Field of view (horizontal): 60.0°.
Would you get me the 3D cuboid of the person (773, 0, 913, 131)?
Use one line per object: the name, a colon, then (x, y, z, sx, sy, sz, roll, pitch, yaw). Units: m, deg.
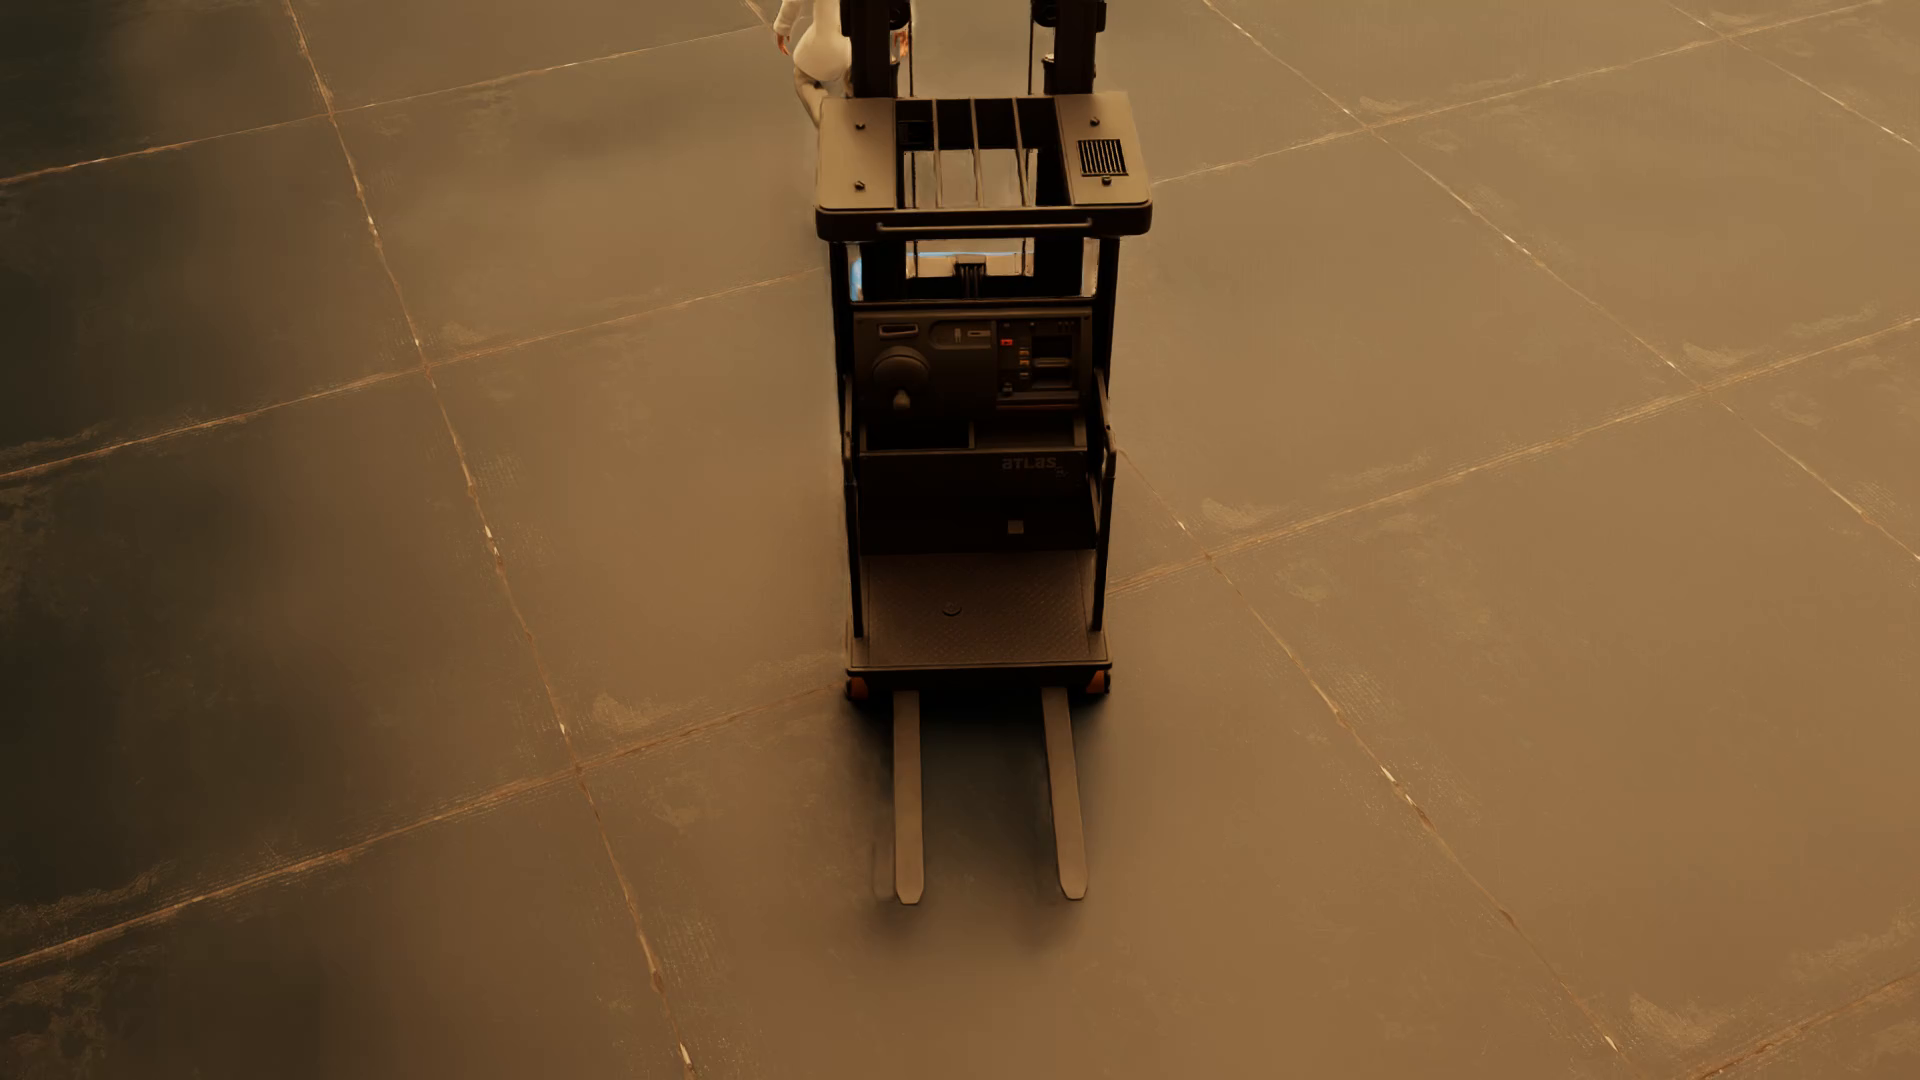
person: (-0.677, -2.950, 9.704, 0.782, 1.758, 0.525, -22, 48, -22)

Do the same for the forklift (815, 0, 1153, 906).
forklift: (0.062, -0.617, 6.341, 1.130, 2.935, 3.031, -1, 43, -2)
